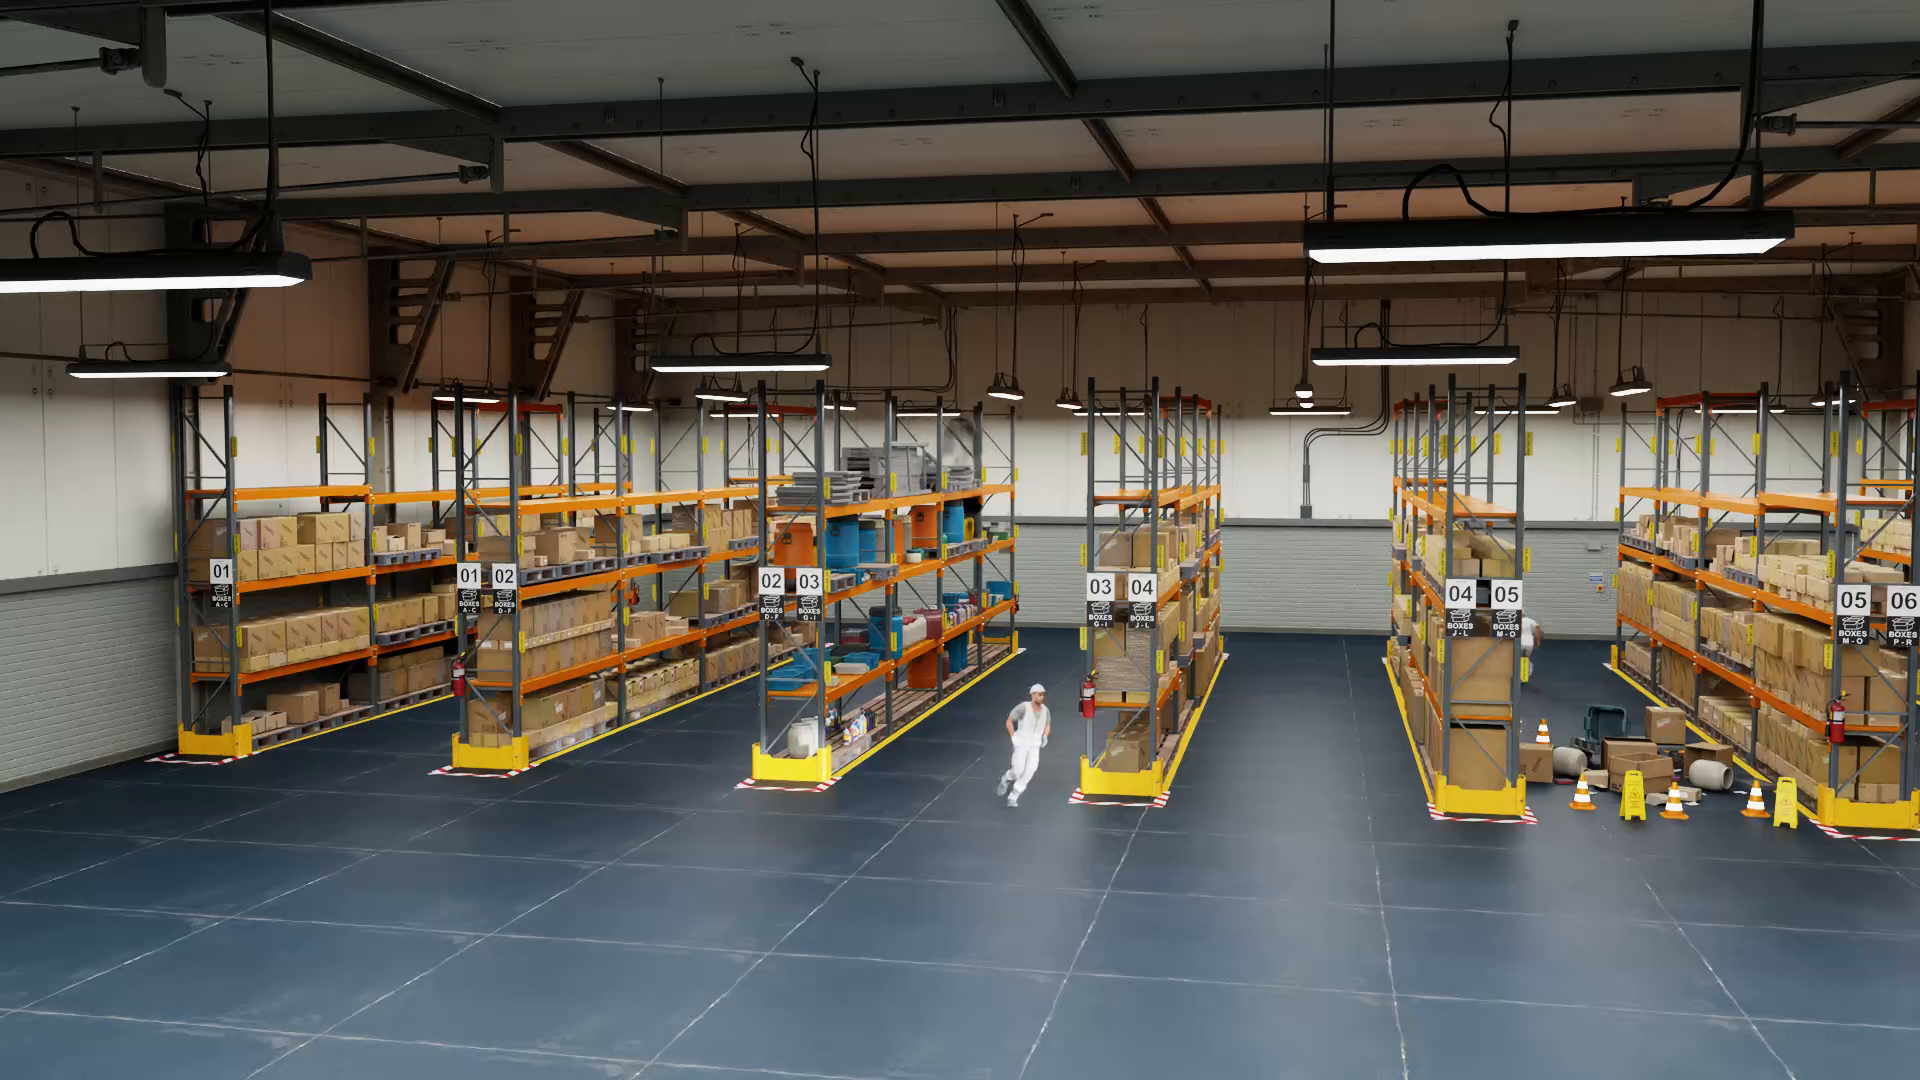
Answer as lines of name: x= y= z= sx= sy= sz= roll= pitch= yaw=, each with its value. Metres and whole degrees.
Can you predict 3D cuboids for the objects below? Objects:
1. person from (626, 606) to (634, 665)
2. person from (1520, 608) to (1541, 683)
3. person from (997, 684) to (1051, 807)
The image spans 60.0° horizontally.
person: x=-6.963 y=2.203 z=34.918 sx=0.598 sy=1.652 sz=0.933 roll=0 pitch=3 yaw=6
person: x=11.929 y=2.242 z=35.247 sx=0.645 sy=1.620 sz=0.633 roll=0 pitch=3 yaw=-2
person: x=0.939 y=2.852 z=23.309 sx=0.724 sy=1.686 sz=0.631 roll=-1 pitch=3 yaw=-22
